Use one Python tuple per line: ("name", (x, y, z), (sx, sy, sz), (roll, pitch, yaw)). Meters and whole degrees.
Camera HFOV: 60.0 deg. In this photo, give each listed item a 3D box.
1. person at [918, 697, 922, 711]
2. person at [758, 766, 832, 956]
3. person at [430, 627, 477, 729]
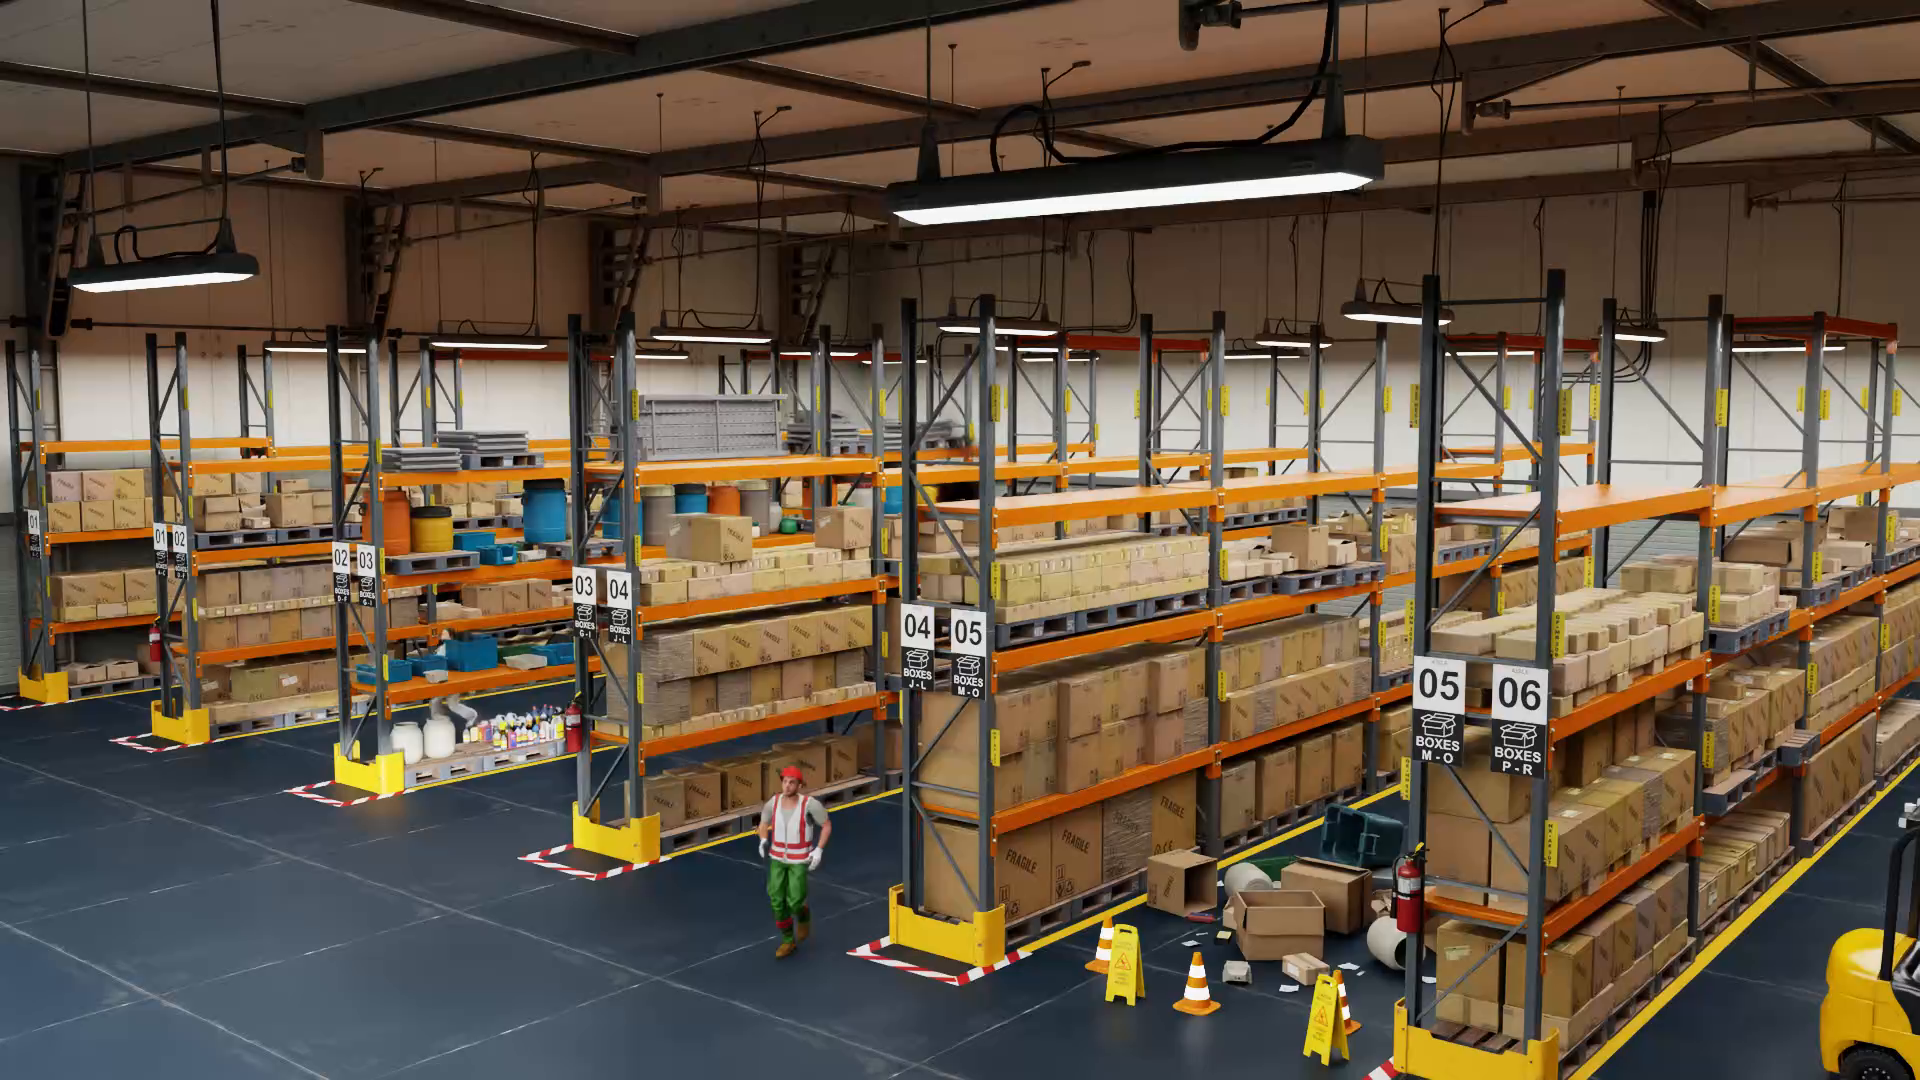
("person", (-0.632, 2.041, 24.790), (0.694, 1.787, 0.957), (4, 6, 35))
("person", (-1.548, 2.936, 15.217), (0.676, 1.750, 0.604), (1, 5, 14))
("person", (-7.603, 2.109, 24.718), (0.575, 1.645, 0.914), (3, 6, 31))
